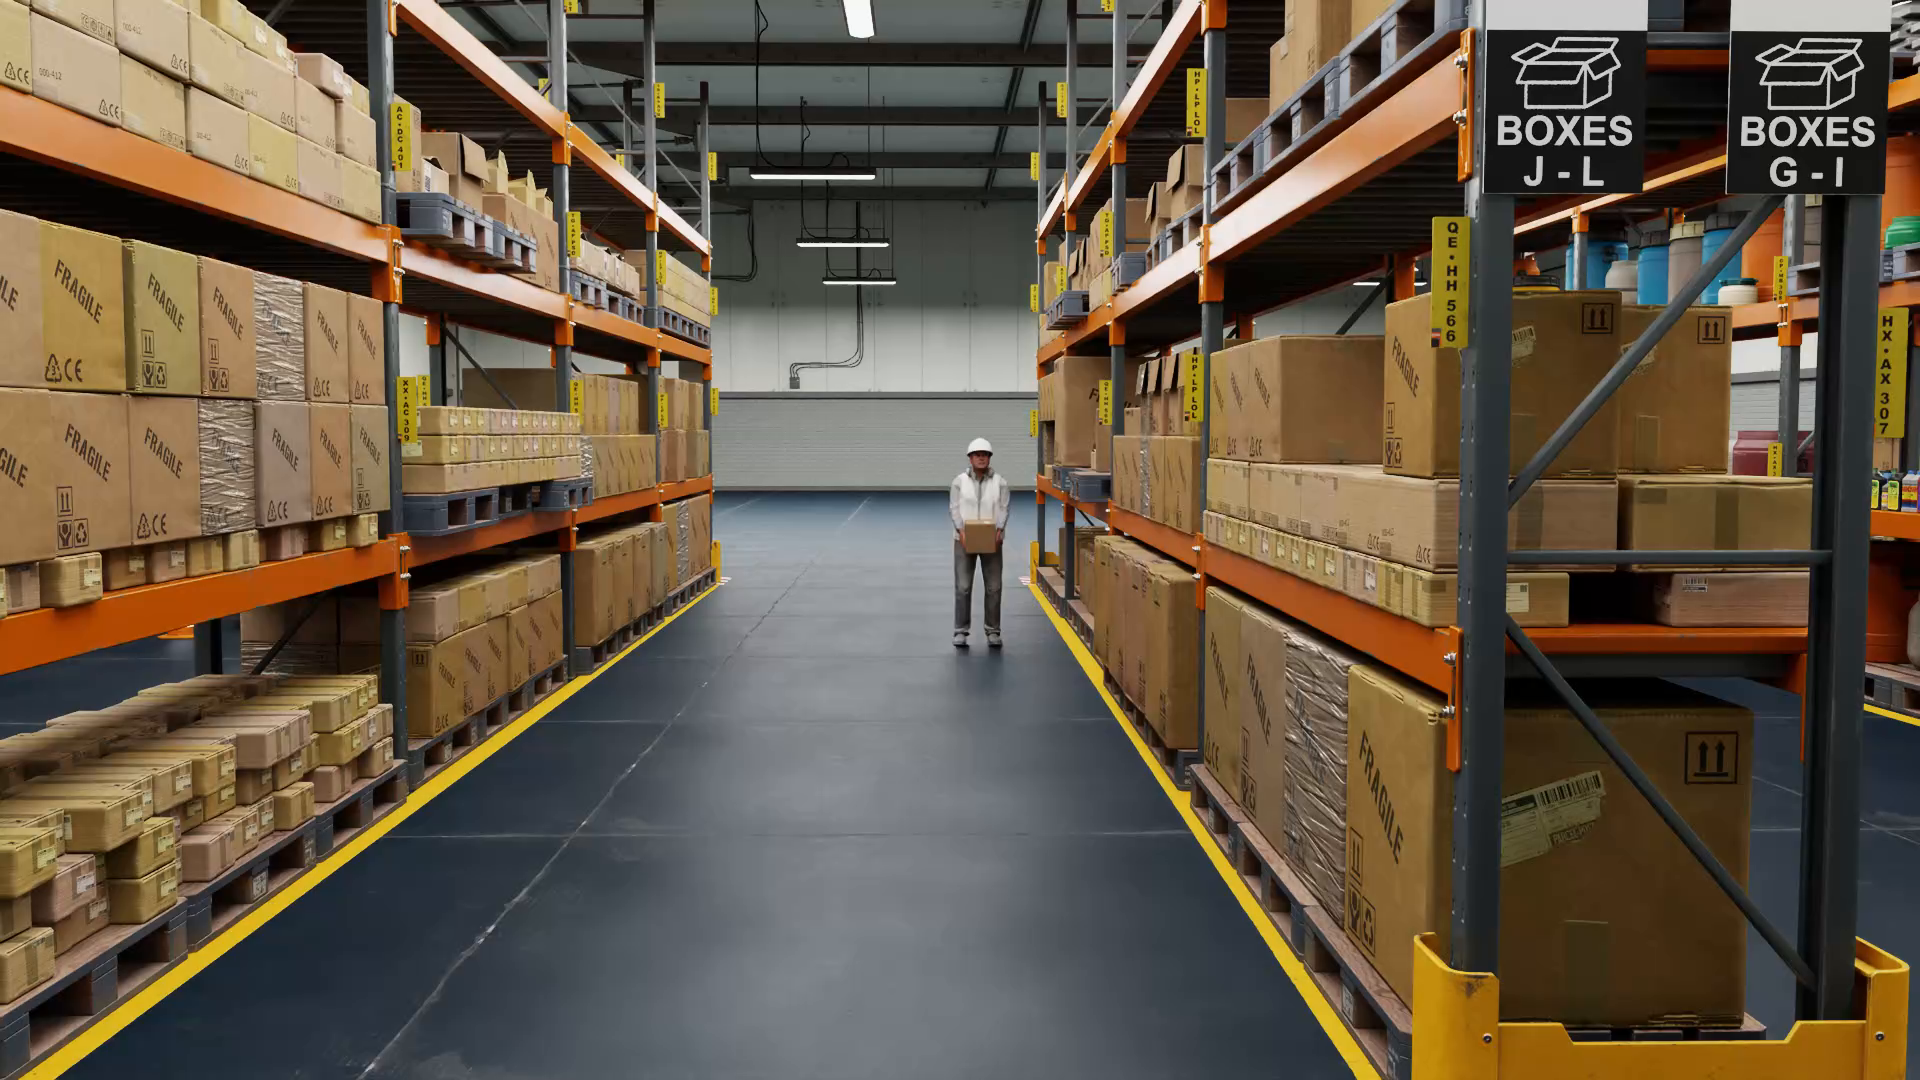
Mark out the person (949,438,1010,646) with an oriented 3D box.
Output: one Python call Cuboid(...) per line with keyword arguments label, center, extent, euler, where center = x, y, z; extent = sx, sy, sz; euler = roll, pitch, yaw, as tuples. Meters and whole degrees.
Cuboid(label="person", center=(0.170, 0.018, 14.207), extent=(0.527, 1.778, 0.529), euler=(0, 4, -2))
